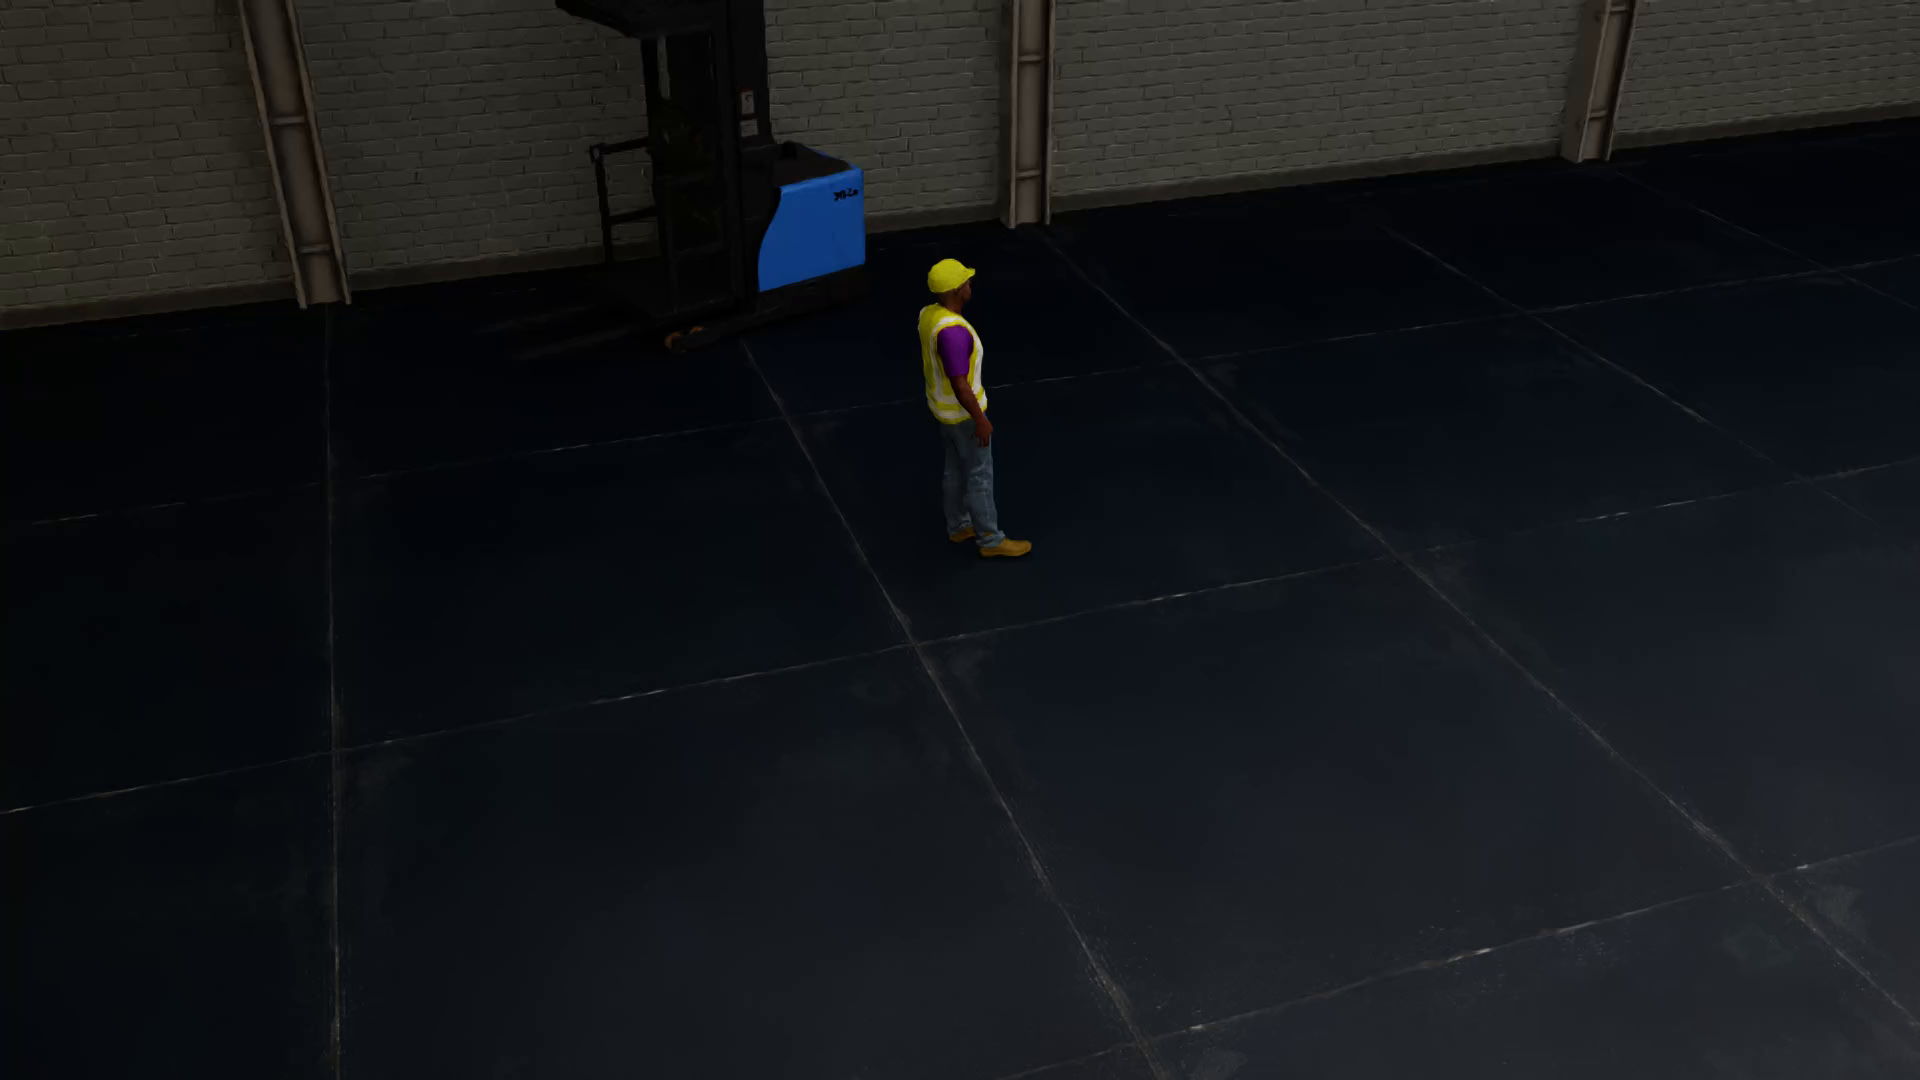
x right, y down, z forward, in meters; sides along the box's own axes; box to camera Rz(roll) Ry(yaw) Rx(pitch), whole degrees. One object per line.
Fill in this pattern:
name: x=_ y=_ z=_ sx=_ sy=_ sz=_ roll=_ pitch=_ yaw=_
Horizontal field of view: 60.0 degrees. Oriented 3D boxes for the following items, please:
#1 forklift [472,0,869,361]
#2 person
forklift: x=-2.204 y=-2.950 z=12.214 sx=3.031 sy=2.935 sz=1.130 roll=-22 pitch=36 yaw=-33
person: x=0.068 y=-0.780 z=9.597 sx=0.575 sy=1.766 sz=0.665 roll=-10 pitch=31 yaw=-16
